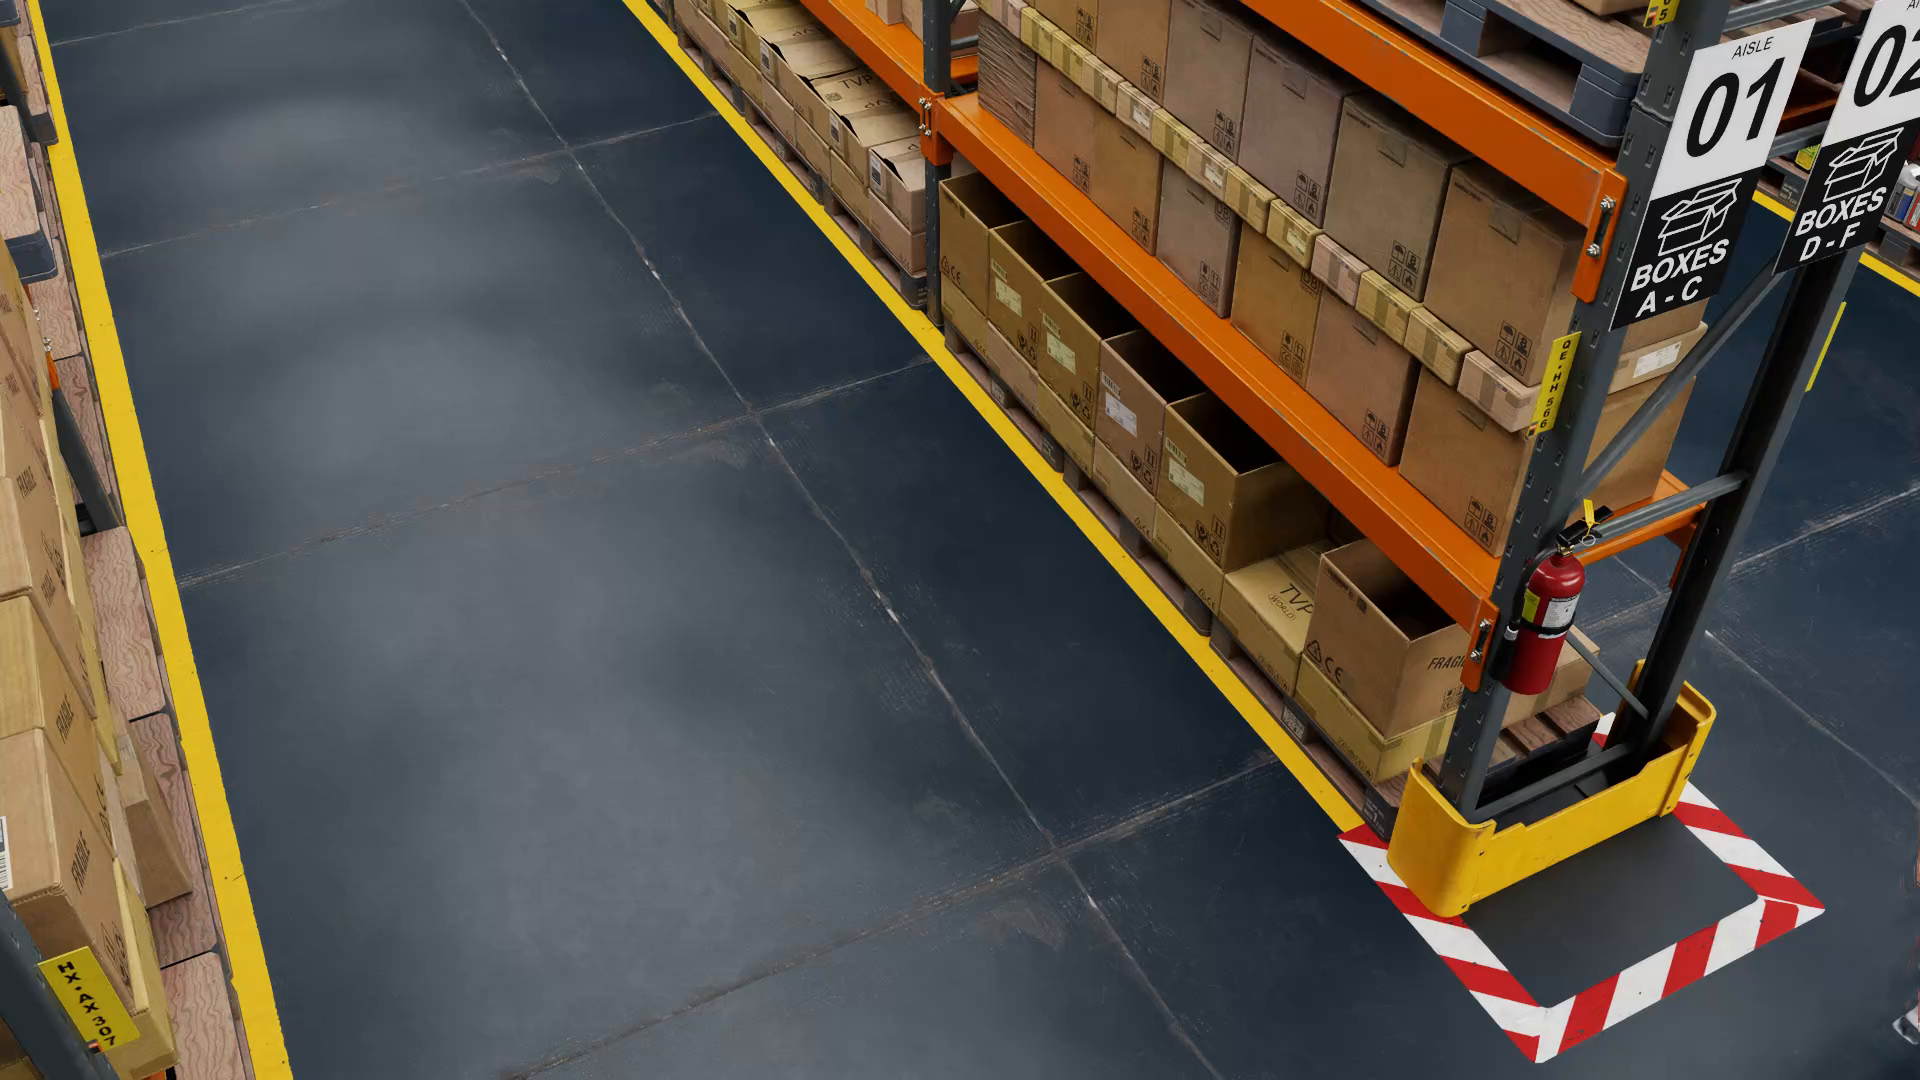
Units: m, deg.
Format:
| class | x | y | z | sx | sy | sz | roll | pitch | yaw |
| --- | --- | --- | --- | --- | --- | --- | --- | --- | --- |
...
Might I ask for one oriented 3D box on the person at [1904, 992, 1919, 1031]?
| class | x | y | z | sx | sy | sz | roll | pitch | yaw |
| --- | --- | --- | --- | --- | --- | --- | --- | --- | --- |
| person | 3.417 | 0.874 | 5.172 | 0.991 | 1.620 | 0.436 | -20 | 45 | -22 |
